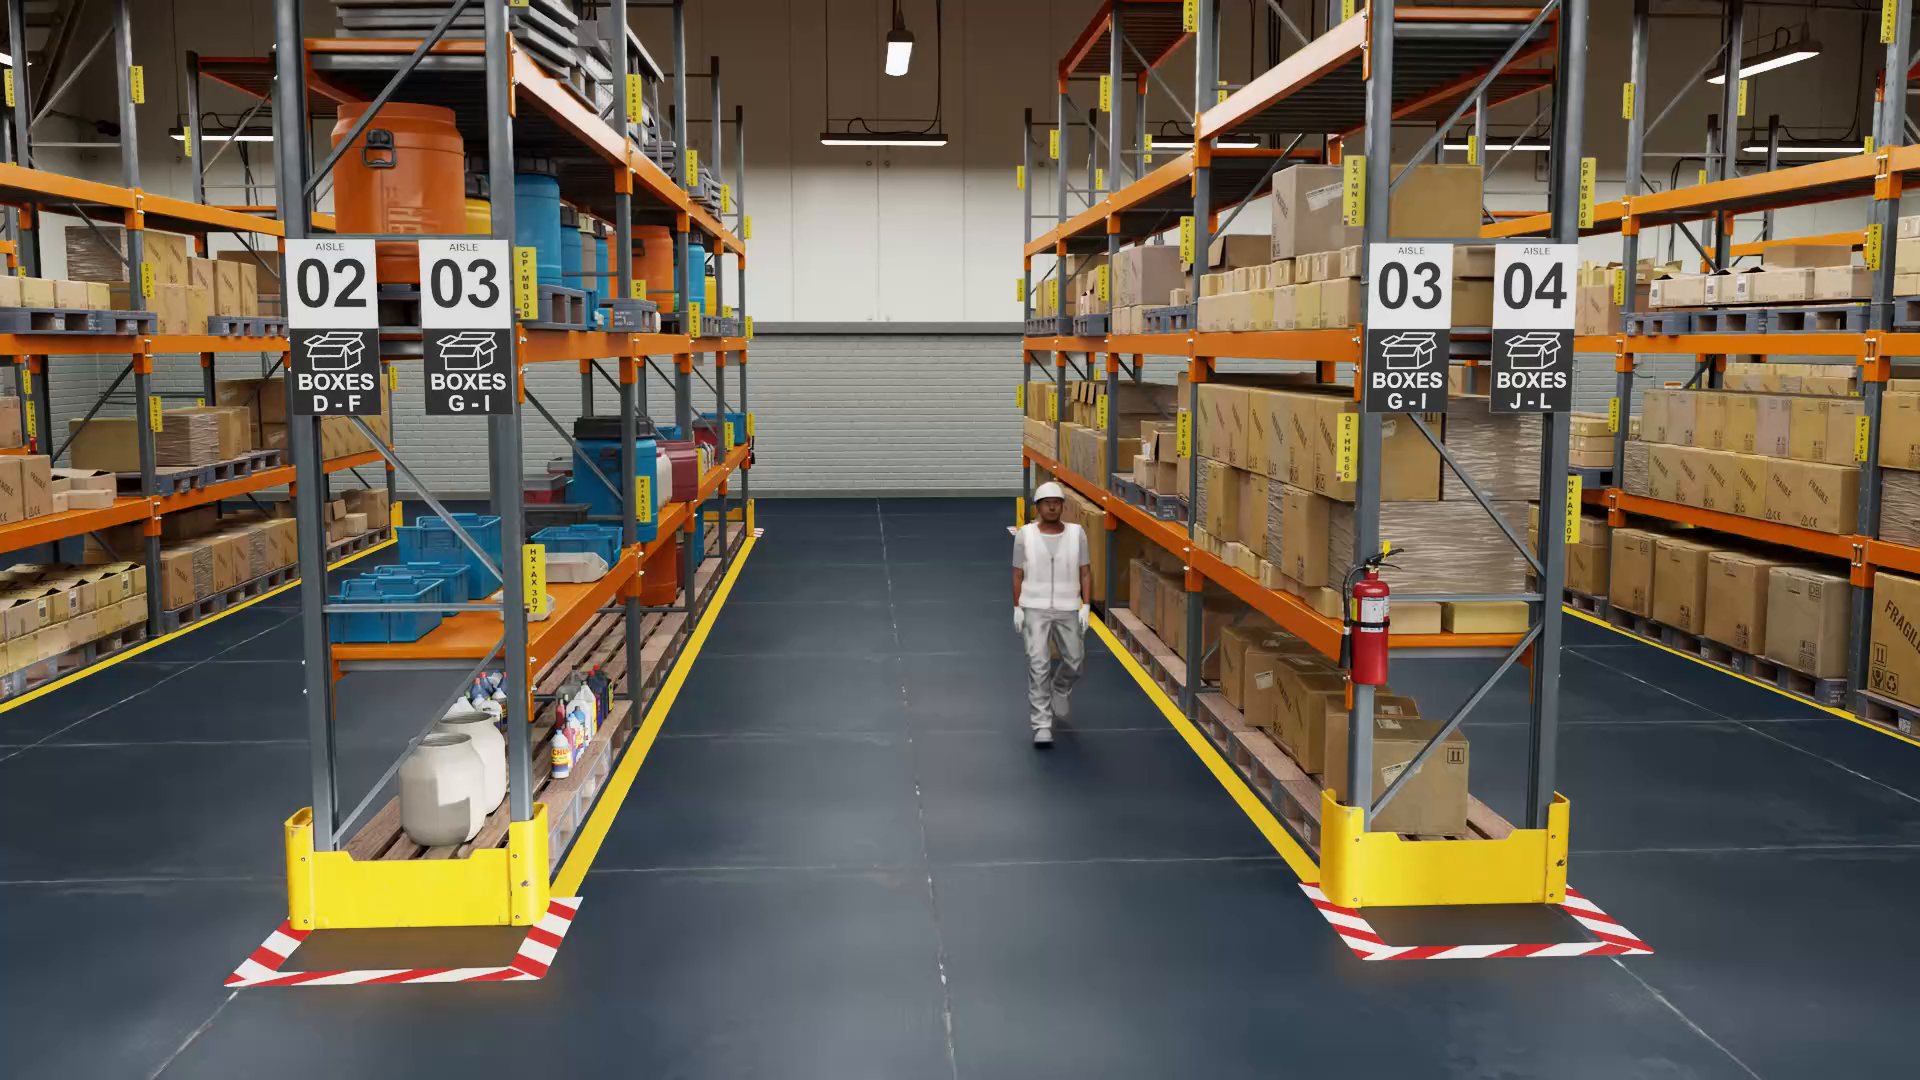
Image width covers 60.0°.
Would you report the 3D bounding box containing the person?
[{"bbox_3d":[0.637,0.480,11.495,0.551,1.769,0.731,0,7,-3],"label":"person"}]
